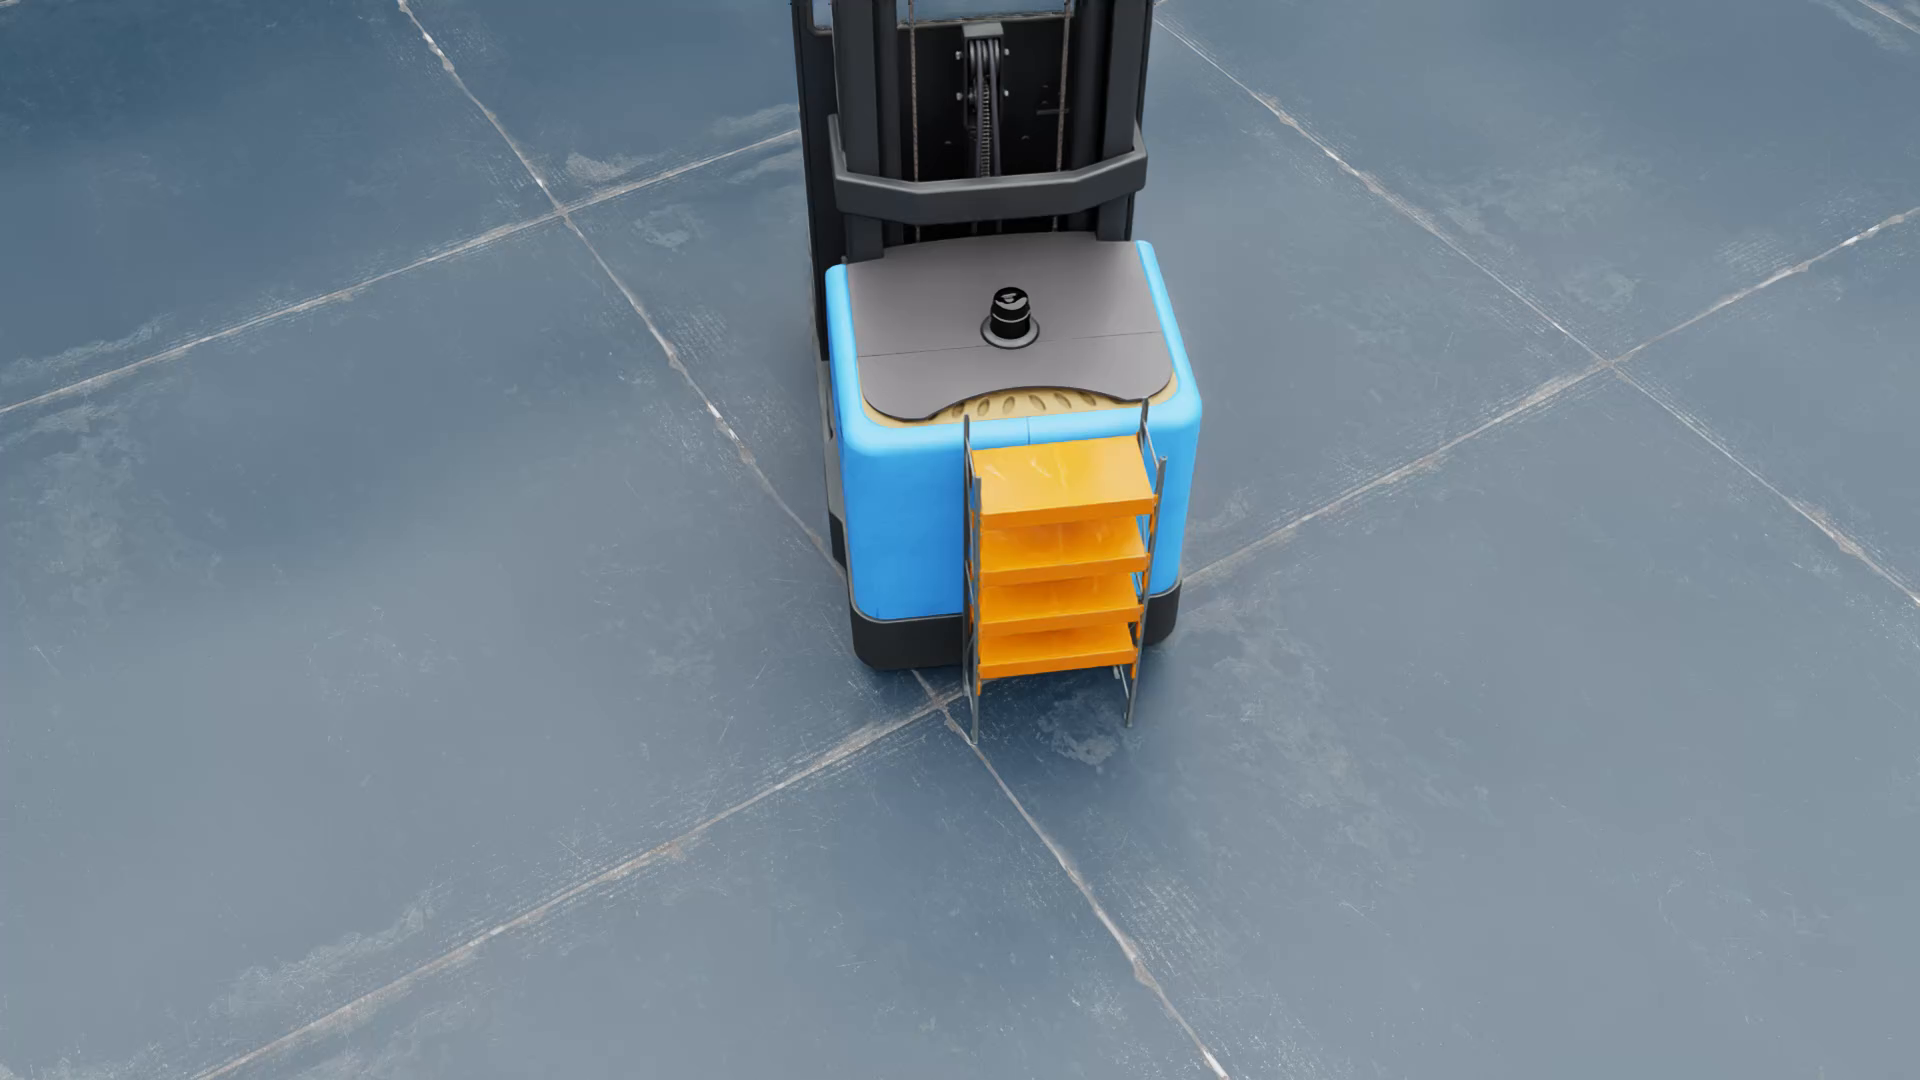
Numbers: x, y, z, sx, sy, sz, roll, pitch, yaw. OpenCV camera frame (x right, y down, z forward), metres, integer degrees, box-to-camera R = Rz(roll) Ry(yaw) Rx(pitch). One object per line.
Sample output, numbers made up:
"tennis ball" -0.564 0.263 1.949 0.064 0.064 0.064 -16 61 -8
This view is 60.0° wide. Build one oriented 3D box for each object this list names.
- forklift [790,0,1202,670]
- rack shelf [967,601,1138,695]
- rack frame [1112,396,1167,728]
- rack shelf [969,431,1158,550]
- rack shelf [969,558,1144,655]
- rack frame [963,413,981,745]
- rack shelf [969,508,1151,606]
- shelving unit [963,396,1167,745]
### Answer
"forklift" 0.006 -1.674 5.278 1.130 2.935 3.031 -5 49 -5
"rack shelf" 0.274 0.302 5.033 0.480 0.148 0.258 -6 49 -5
"rack frame" 0.516 0.101 4.857 0.015 1.200 0.240 -6 49 -5
"rack shelf" 0.274 -0.136 4.541 0.480 0.148 0.258 -6 49 -5
"rack shelf" 0.274 0.170 4.885 0.480 0.148 0.258 -6 49 -5
"rack frame" 0.032 0.150 4.813 0.015 1.200 0.240 -6 49 -5
"rack shelf" 0.274 0.021 4.718 0.480 0.148 0.258 -6 49 -5
"shelving unit" 0.274 0.125 4.835 0.503 1.200 0.258 -6 49 -5
